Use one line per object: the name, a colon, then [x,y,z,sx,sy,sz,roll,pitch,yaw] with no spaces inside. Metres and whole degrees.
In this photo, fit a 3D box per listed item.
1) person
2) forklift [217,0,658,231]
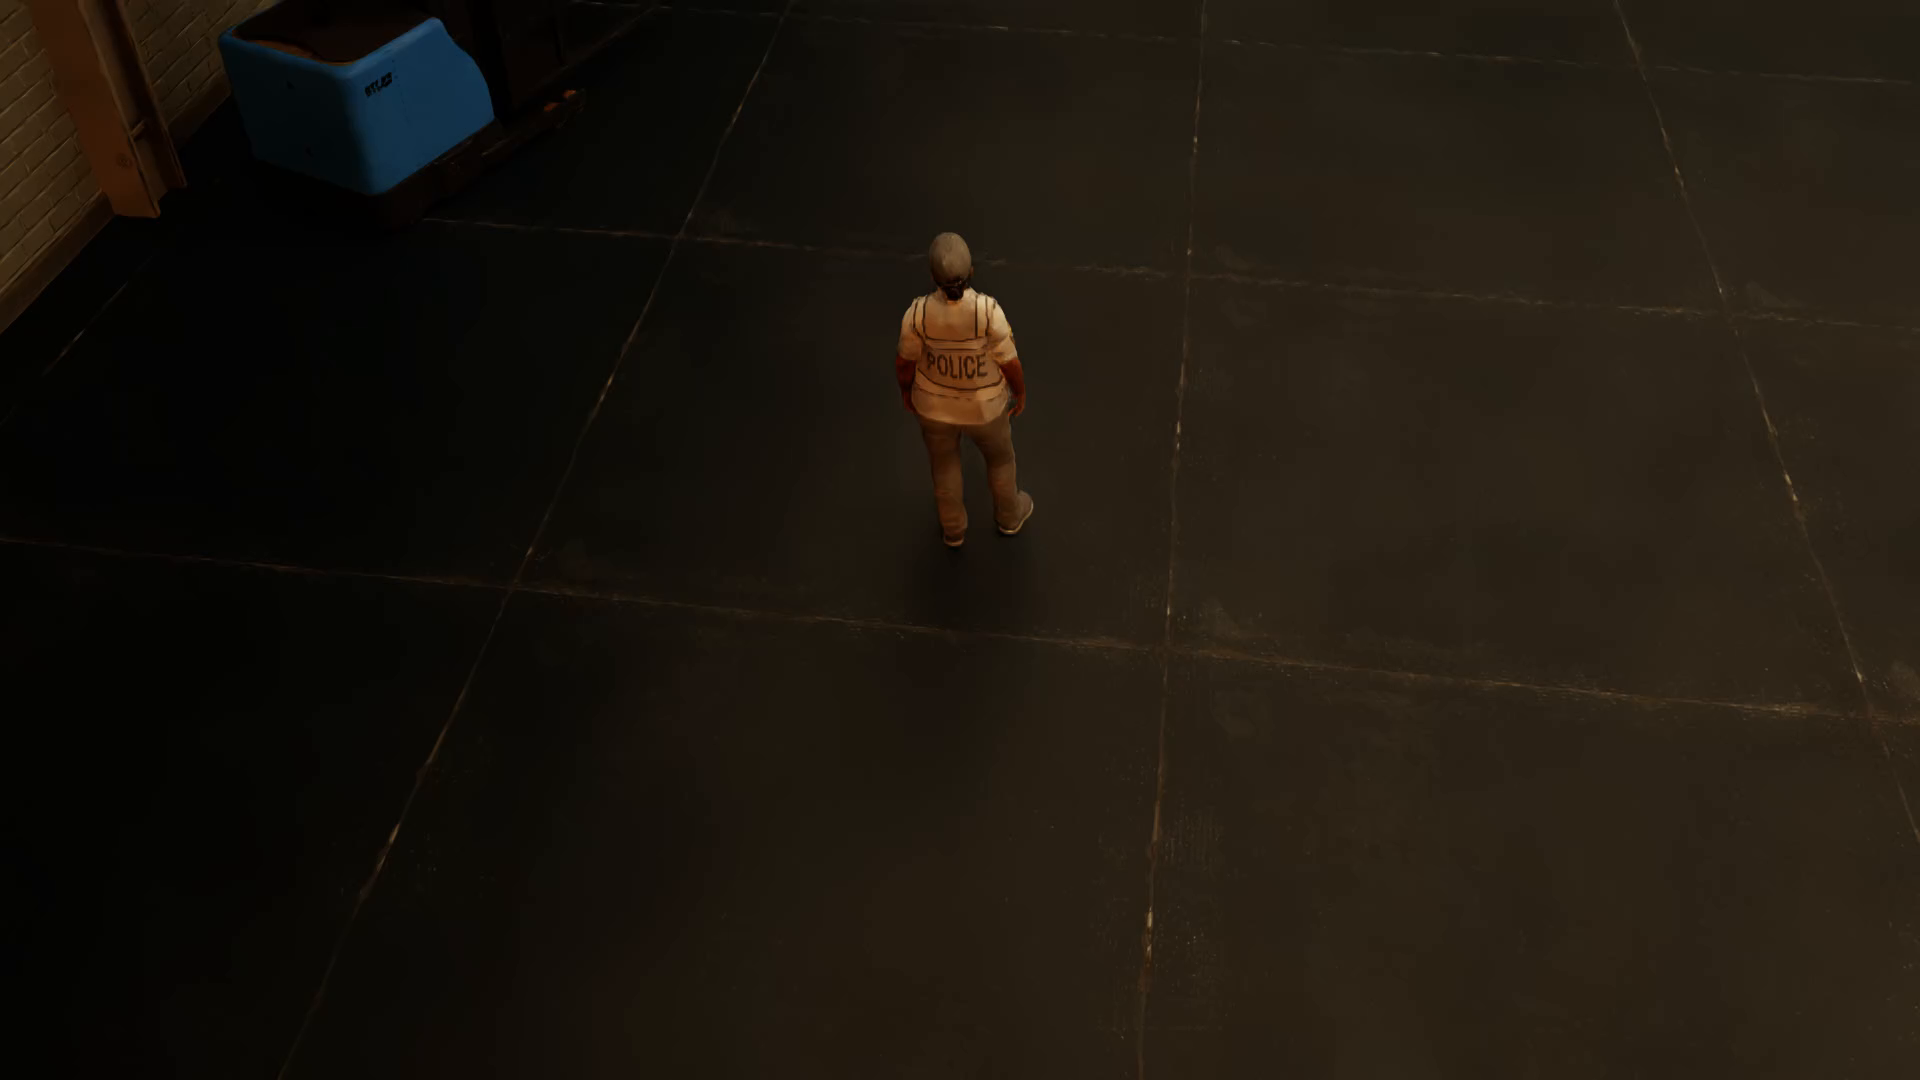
person: [0.033,-0.668,7.376,0.598,1.669,0.529,5,43,6]
forklift: [-3.111,-3.883,9.951,1.130,2.935,3.031,19,46,20]
